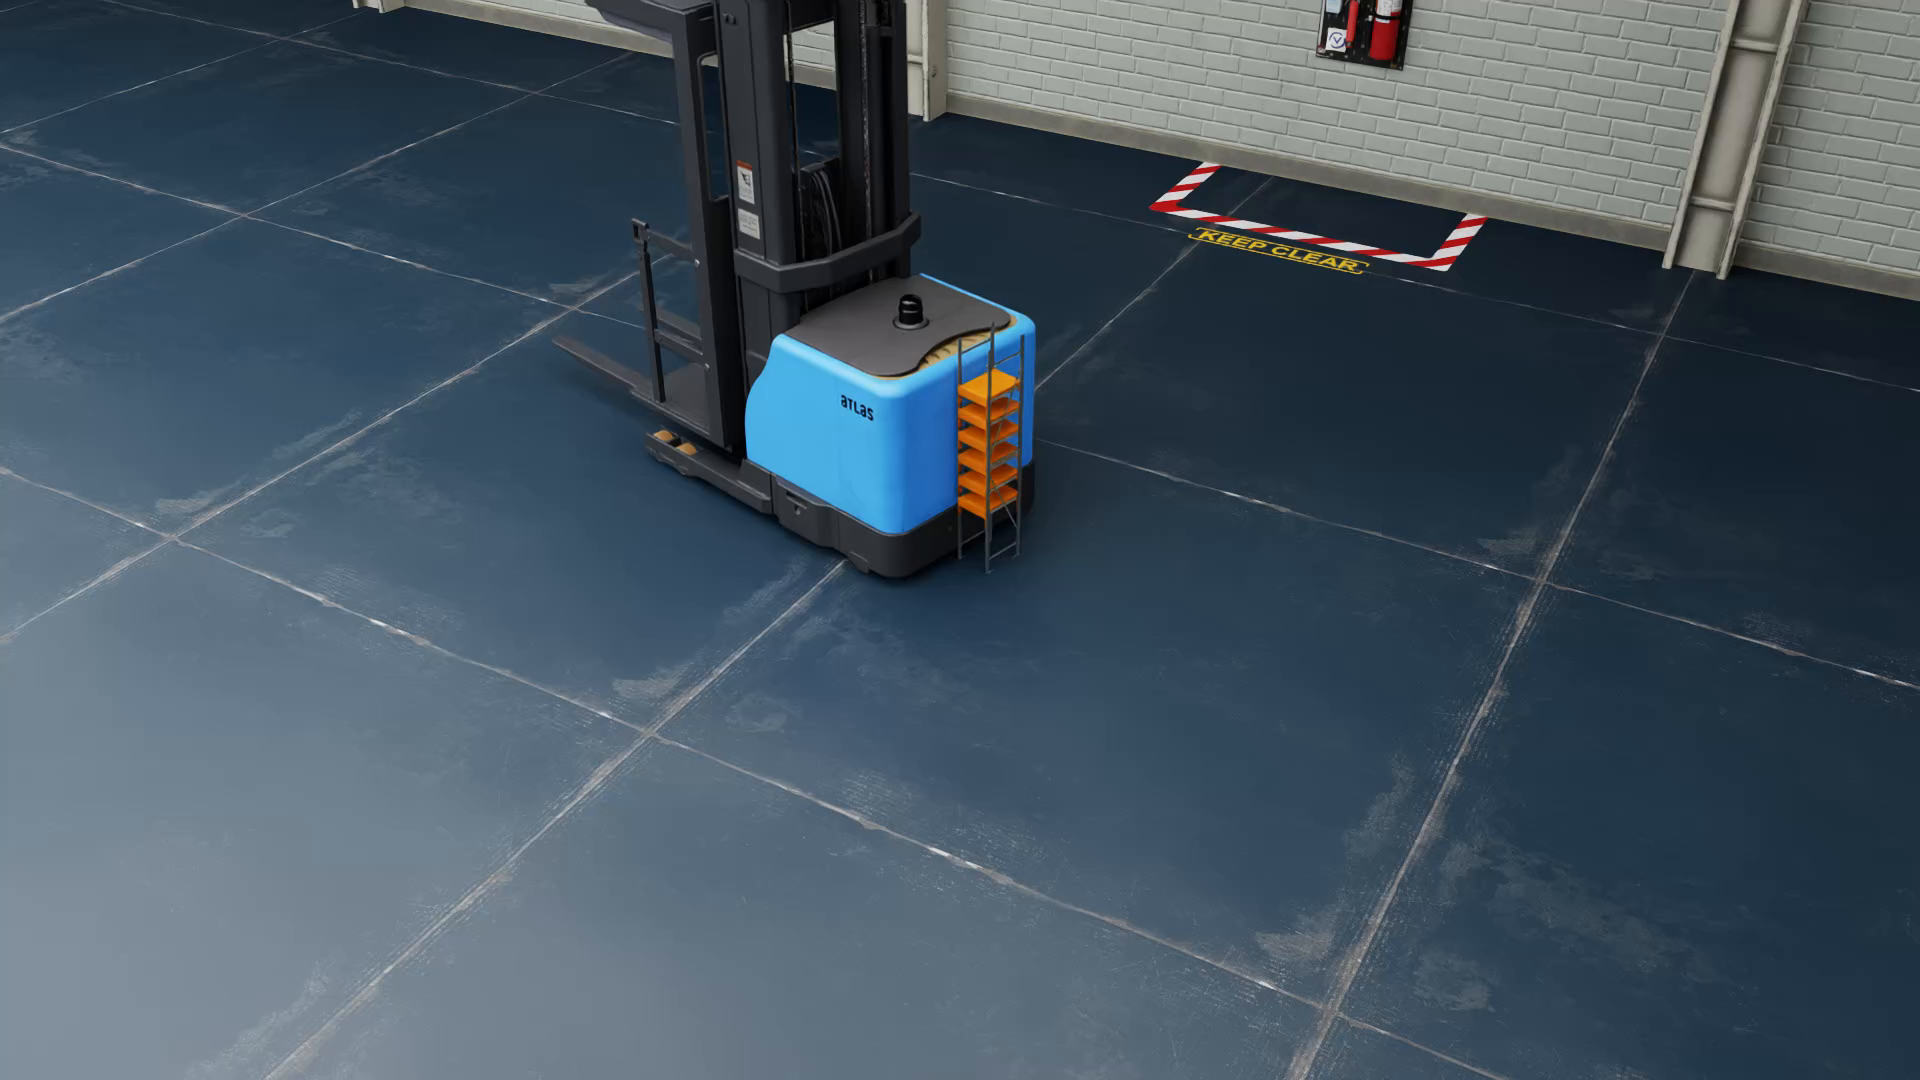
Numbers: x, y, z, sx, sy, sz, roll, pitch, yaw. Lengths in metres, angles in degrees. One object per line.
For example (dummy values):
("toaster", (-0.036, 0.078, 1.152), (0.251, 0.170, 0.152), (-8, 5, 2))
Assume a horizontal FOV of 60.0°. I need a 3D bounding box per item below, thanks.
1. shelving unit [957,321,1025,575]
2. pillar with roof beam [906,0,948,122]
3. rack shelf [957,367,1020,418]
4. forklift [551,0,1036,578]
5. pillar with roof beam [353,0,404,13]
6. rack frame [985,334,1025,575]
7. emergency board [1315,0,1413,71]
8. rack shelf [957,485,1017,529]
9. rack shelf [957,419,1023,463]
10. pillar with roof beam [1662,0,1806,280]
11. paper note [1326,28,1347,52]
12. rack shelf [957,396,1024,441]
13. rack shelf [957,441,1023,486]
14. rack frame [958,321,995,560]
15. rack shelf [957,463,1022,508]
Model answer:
("shelving unit", (0.141, -0.415, 7.791), (0.189, 1.200, 0.258), (28, 43, 35))
("pillar with roof beam", (-2.479, -5.138, 7.847), (0.400, 9.000, 9.100), (18, 37, 24))
("rack shelf", (0.141, -0.678, 7.616), (0.180, 0.103, 0.258), (28, 43, 35))
("forklift", (-1.035, -1.747, 8.229), (3.031, 2.935, 1.130), (28, 43, 35))
("pillar with roof beam", (-7.689, -6.788, 10.325), (0.400, 9.000, 9.100), (18, 37, 24))
("rack frame", (0.207, -0.380, 7.738), (0.006, 1.200, 0.240), (28, 43, 35))
("emergency board", (2.739, -3.761, 11.191), (0.643, 1.169, 0.194), (18, 37, 24))
("rack shelf", (0.141, -0.178, 7.948), (0.180, 0.103, 0.258), (28, 43, 35))
("rack shelf", (0.141, -0.478, 7.749), (0.180, 0.103, 0.258), (28, 43, 35))
("pillar with roof beam", (2.730, -3.488, 5.369), (0.400, 9.000, 9.100), (18, 37, 24))
("paper note", (2.620, -3.476, 11.558), (0.142, 0.148, 0.016), (18, 37, 24))
("rack shelf", (0.141, -0.578, 7.682), (0.180, 0.103, 0.258), (28, 43, 35))
("rack shelf", (0.141, -0.378, 7.815), (0.180, 0.103, 0.258), (28, 43, 35))
("rack frame", (0.075, -0.450, 7.843), (0.006, 1.200, 0.240), (28, 43, 35))
("rack shelf", (0.141, -0.278, 7.882), (0.180, 0.103, 0.258), (28, 43, 35))
